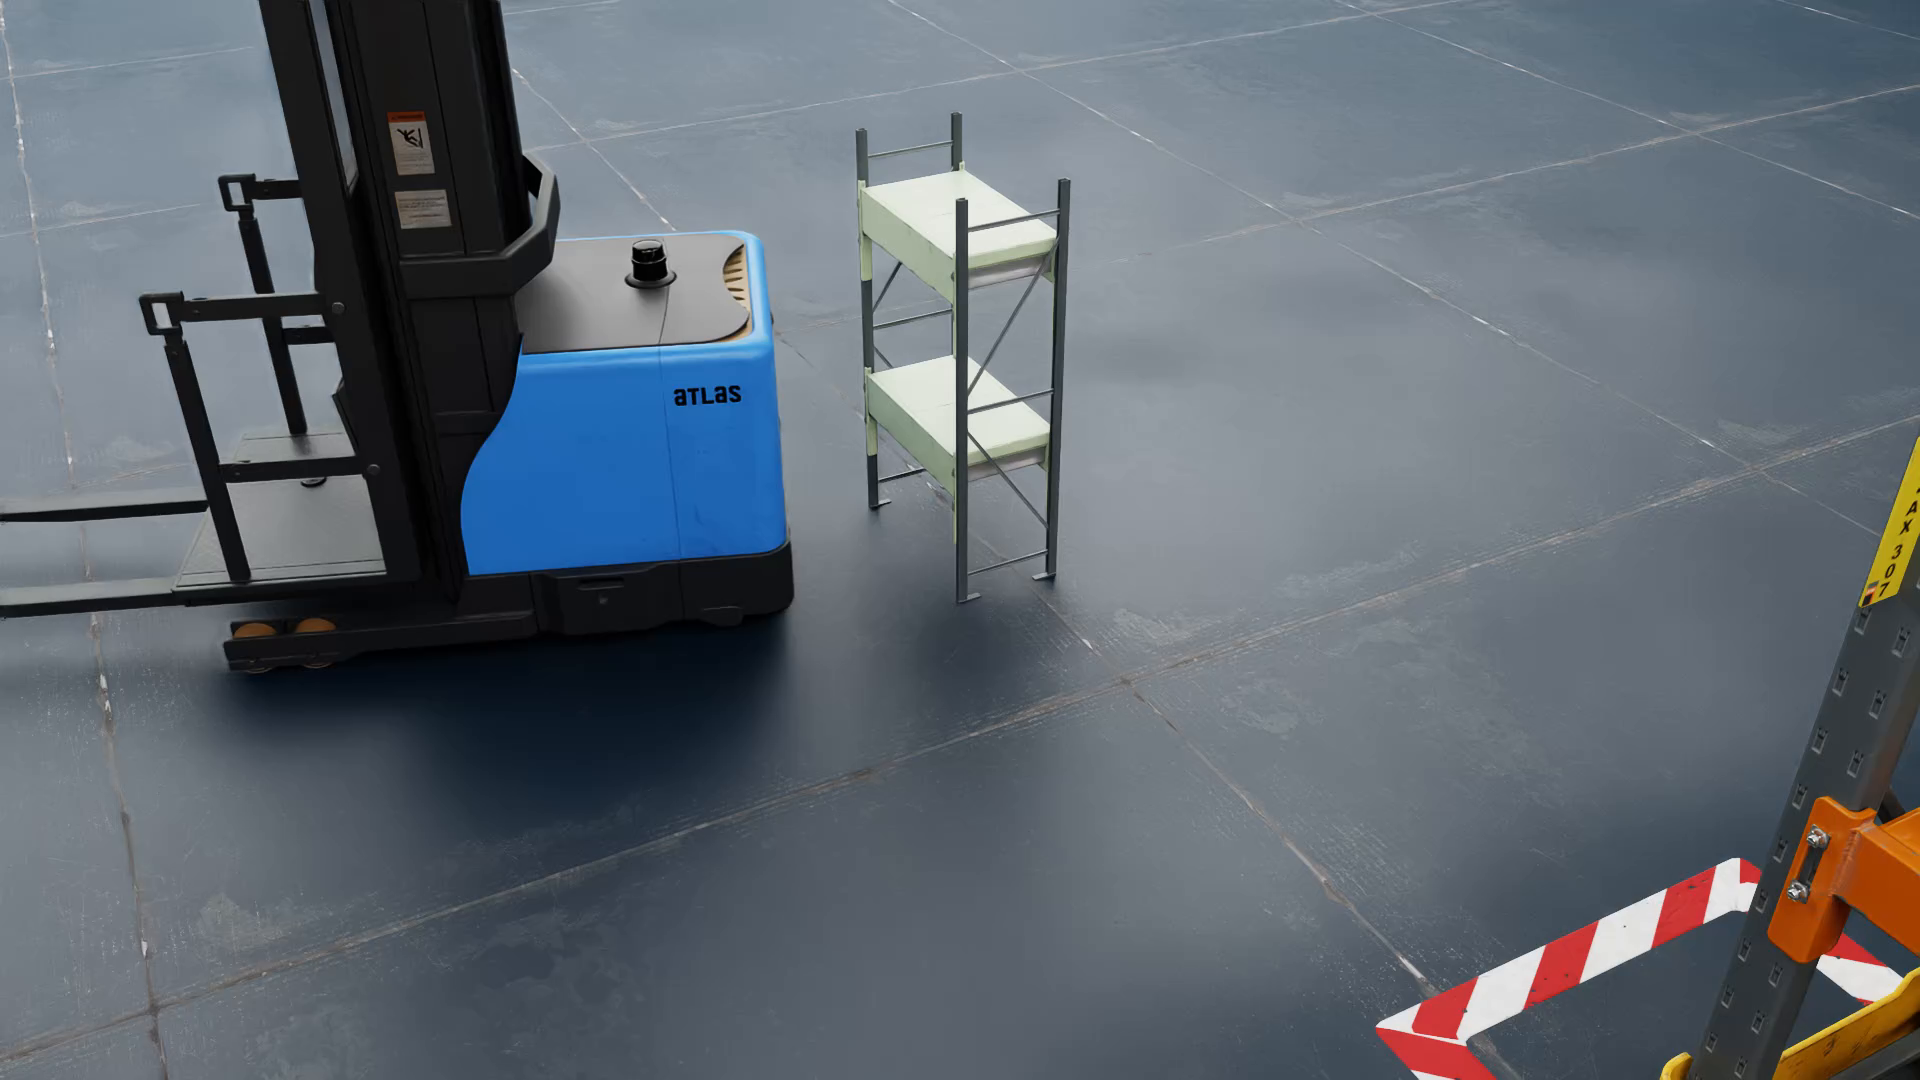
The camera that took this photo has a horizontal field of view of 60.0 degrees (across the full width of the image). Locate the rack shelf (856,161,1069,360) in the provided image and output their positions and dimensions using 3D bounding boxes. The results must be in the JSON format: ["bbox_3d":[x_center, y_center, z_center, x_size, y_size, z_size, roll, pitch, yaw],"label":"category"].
[{"bbox_3d":[-0.003,-0.963,5.640,0.431,0.370,0.720,-16,36,-23],"label":"rack shelf"}]

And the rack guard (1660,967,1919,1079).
[{"bbox_3d":[2.069,1.281,3.787,1.175,0.500,0.348,-16,36,-23],"label":"rack guard"}]

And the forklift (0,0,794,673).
[{"bbox_3d":[-2.140,-1.094,5.240,3.031,2.935,1.130,-4,33,-7],"label":"forklift"}]

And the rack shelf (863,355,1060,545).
[{"bbox_3d":[-0.003,-0.360,6.026,0.431,0.370,0.720,-16,36,-23],"label":"rack shelf"}]

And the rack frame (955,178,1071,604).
[{"bbox_3d":[0.168,-0.460,5.578,0.400,1.500,0.023,-16,36,-23],"label":"rack frame"}]

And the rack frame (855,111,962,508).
[{"bbox_3d":[-0.174,-0.809,6.123,0.400,1.500,0.023,-16,36,-23],"label":"rack frame"}]

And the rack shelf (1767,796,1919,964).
[{"bbox_3d":[2.966,1.449,1.874,1.077,0.370,4.000,-16,36,-23],"label":"rack shelf"}]

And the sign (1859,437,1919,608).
[{"bbox_3d":[1.553,-0.036,2.723,0.100,0.325,0.005,-16,36,-23],"label":"sign"}]

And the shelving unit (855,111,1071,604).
[{"bbox_3d":[-0.003,-0.635,5.850,0.431,1.500,0.755,-16,36,-23],"label":"shelving unit"}]
